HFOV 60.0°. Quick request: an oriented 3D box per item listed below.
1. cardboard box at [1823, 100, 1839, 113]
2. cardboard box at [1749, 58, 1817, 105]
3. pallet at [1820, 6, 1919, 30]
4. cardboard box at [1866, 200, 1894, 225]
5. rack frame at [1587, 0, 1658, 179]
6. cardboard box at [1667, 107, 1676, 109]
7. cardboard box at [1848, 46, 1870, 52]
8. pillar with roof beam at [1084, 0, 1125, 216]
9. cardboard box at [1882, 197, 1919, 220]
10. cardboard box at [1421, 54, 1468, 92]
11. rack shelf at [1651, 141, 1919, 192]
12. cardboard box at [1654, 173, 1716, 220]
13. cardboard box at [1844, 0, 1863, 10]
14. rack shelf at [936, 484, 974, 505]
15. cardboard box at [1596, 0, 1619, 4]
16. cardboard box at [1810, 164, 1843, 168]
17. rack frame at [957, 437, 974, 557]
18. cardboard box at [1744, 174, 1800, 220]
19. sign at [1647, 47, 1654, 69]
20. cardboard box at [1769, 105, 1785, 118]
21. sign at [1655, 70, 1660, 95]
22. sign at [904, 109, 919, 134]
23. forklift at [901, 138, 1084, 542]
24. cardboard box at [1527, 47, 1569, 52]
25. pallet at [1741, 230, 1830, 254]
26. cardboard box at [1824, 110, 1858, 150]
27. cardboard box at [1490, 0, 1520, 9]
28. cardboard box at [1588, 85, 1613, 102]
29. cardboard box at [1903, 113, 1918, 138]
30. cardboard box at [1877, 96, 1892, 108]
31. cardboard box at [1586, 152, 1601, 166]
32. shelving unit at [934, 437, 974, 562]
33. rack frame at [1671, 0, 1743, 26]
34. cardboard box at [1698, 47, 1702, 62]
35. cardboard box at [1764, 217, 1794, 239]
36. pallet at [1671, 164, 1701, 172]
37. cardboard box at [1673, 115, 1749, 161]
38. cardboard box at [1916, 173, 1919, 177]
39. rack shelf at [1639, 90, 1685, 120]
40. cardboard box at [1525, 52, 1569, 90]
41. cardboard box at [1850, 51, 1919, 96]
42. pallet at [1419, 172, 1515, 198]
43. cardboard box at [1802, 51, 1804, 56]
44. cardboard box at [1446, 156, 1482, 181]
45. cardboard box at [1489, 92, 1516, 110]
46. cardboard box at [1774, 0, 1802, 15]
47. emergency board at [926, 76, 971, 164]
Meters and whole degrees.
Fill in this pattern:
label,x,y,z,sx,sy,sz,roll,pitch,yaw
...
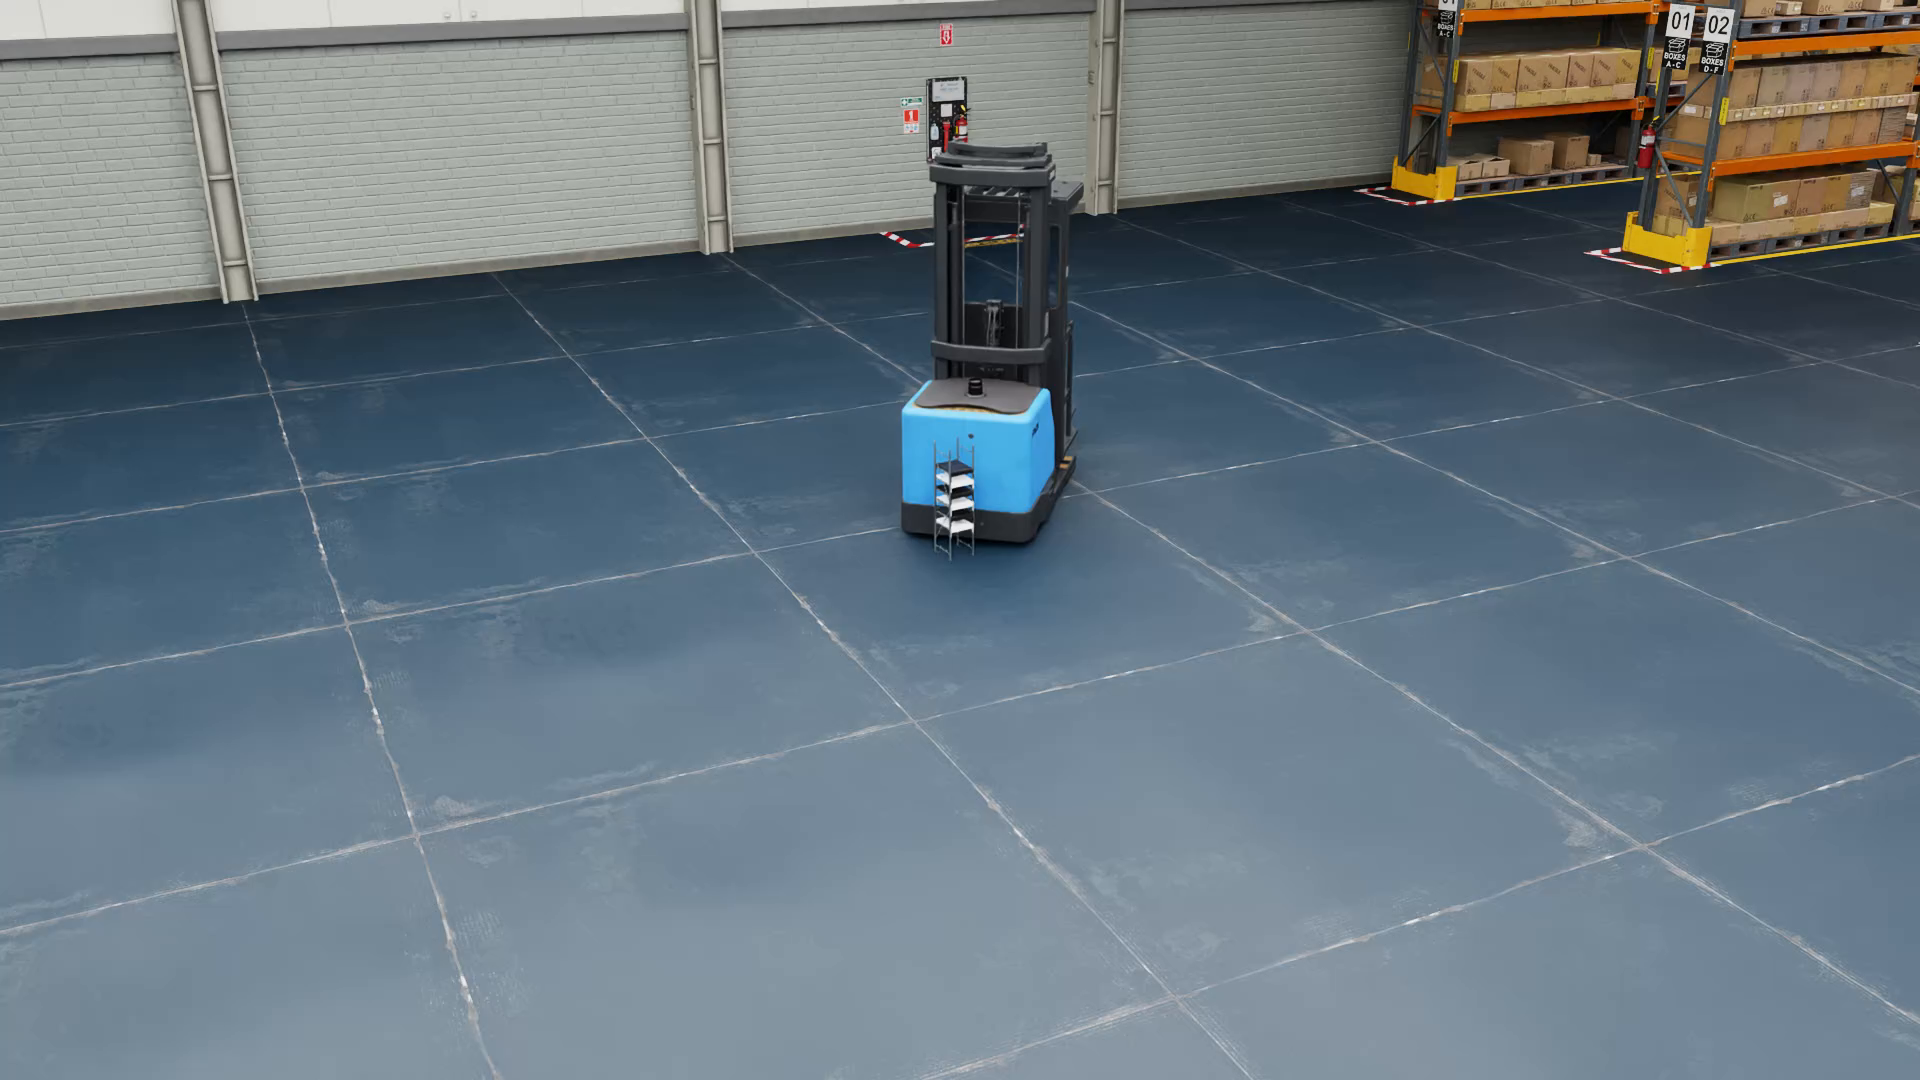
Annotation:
label,x,y,z,sx,sy,sz,roll,pitch,yaw
cardboard box,11.478,-5.803,22.192,0.250,0.149,0.380,-10,24,-22
cardboard box,10.808,-6.068,21.984,0.500,0.500,0.700,-10,25,-23
pallet,12.255,-7.026,22.318,1.213,0.211,1.003,-10,25,-24
cardboard box,12.689,-4.603,23.316,0.500,0.250,0.500,-10,25,-24
rack frame,10.861,-7.538,27.361,0.127,3.000,1.000,-10,25,-24
cardboard box,12.379,-7.222,28.311,0.500,0.250,0.500,-11,25,-25
cardboard box,15.490,-8.470,29.068,0.500,0.500,0.500,-10,24,-22
pillar with roof beam,3.973,-7.582,19.623,0.400,9.000,9.100,-10,25,-24
cardboard box,13.483,-4.736,23.639,0.500,0.250,0.500,-11,25,-25
cardboard box,7.589,-7.312,26.006,0.500,0.500,0.500,-11,25,-24
rack shelf,11.210,-5.167,22.575,4.000,0.370,1.077,-10,25,-24
cardboard box,9.762,-4.629,22.400,0.500,0.500,0.500,-10,25,-24
cardboard box,11.474,-7.294,21.983,0.637,0.503,0.797,-8,24,-18
rack shelf,-0.046,-0.360,12.617,0.200,0.077,0.258,-13,26,-29
cardboard box,10.052,-8.731,26.164,0.500,0.500,0.500,-13,26,-28
cardboard box,12.012,-5.047,23.409,0.500,0.500,0.500,-10,25,-24
rack frame,0.041,-0.328,12.688,0.006,0.900,0.240,-13,26,-29
cardboard box,10.883,-4.621,22.380,0.500,0.500,0.500,-10,25,-24
sign,11.103,-7.752,26.747,0.005,0.325,0.100,-10,25,-24
cardboard box,10.546,-5.631,21.777,0.250,0.149,0.380,-11,25,-24
sign,9.185,-6.002,21.826,0.005,0.325,0.100,-10,25,-24
sign,-0.680,-5.857,23.254,0.234,0.329,0.001,-10,25,-24
forklift,0.388,-1.871,13.761,1.130,2.935,3.031,5,23,13
cardboard box,9.427,-7.653,26.829,0.500,0.500,0.500,-10,24,-22
pallet,11.177,-4.222,22.995,1.213,0.211,1.003,-10,25,-24
cardboard box,11.689,-5.630,22.622,0.500,0.500,0.700,-10,25,-23
cardboard box,8.166,-8.362,25.273,0.500,0.500,0.500,-9,24,-20
cardboard box,10.113,-7.215,26.751,0.500,0.250,0.500,-10,25,-23
cardboard box,13.437,-5.859,23.501,0.500,0.250,0.500,-9,24,-20
cardboard box,12.402,-5.974,22.604,0.250,0.149,0.380,-11,25,-25
cardboard box,10.392,-6.333,27.580,0.250,0.166,0.380,-14,26,-30
shelving unit,-0.046,-0.307,12.639,0.210,0.900,0.258,-13,26,-29
rack frame,9.408,-7.940,20.488,0.127,3.000,1.000,-10,25,-24
cardboard box,12.420,-8.070,27.941,0.500,0.500,0.700,-7,23,-16
cardboard box,10.888,-4.271,22.514,0.500,0.250,0.500,-10,25,-24
pallet,12.662,-6.583,28.700,1.213,0.211,1.003,-10,25,-24
cardboard box,9.834,-5.287,21.793,0.500,0.500,0.700,-10,25,-24
cardboard box,13.946,-5.078,23.731,0.500,0.311,0.500,-11,25,-24
rack shelf,12.663,-7.537,28.300,4.000,0.370,1.077,-10,25,-24
cardboard box,9.195,-7.388,26.189,0.500,0.500,0.500,-10,24,-22
cardboard box,12.615,-6.401,22.788,0.500,0.500,0.700,-10,25,-23
pallet,8.072,-5.721,26.618,1.213,0.211,1.003,-10,25,-24
cardboard box,14.776,-8.564,29.293,0.500,0.500,0.500,-10,25,-23
cardboard box,7.919,-5.919,26.391,0.500,0.311,0.500,-14,26,-30
cardboard box,8.296,-6.877,25.934,0.500,0.250,0.500,-11,25,-25
cardboard box,10.545,-6.831,21.328,0.250,0.149,0.380,-10,25,-24
emergency board,-0.138,-5.897,23.396,0.643,1.169,0.194,-10,25,-24
